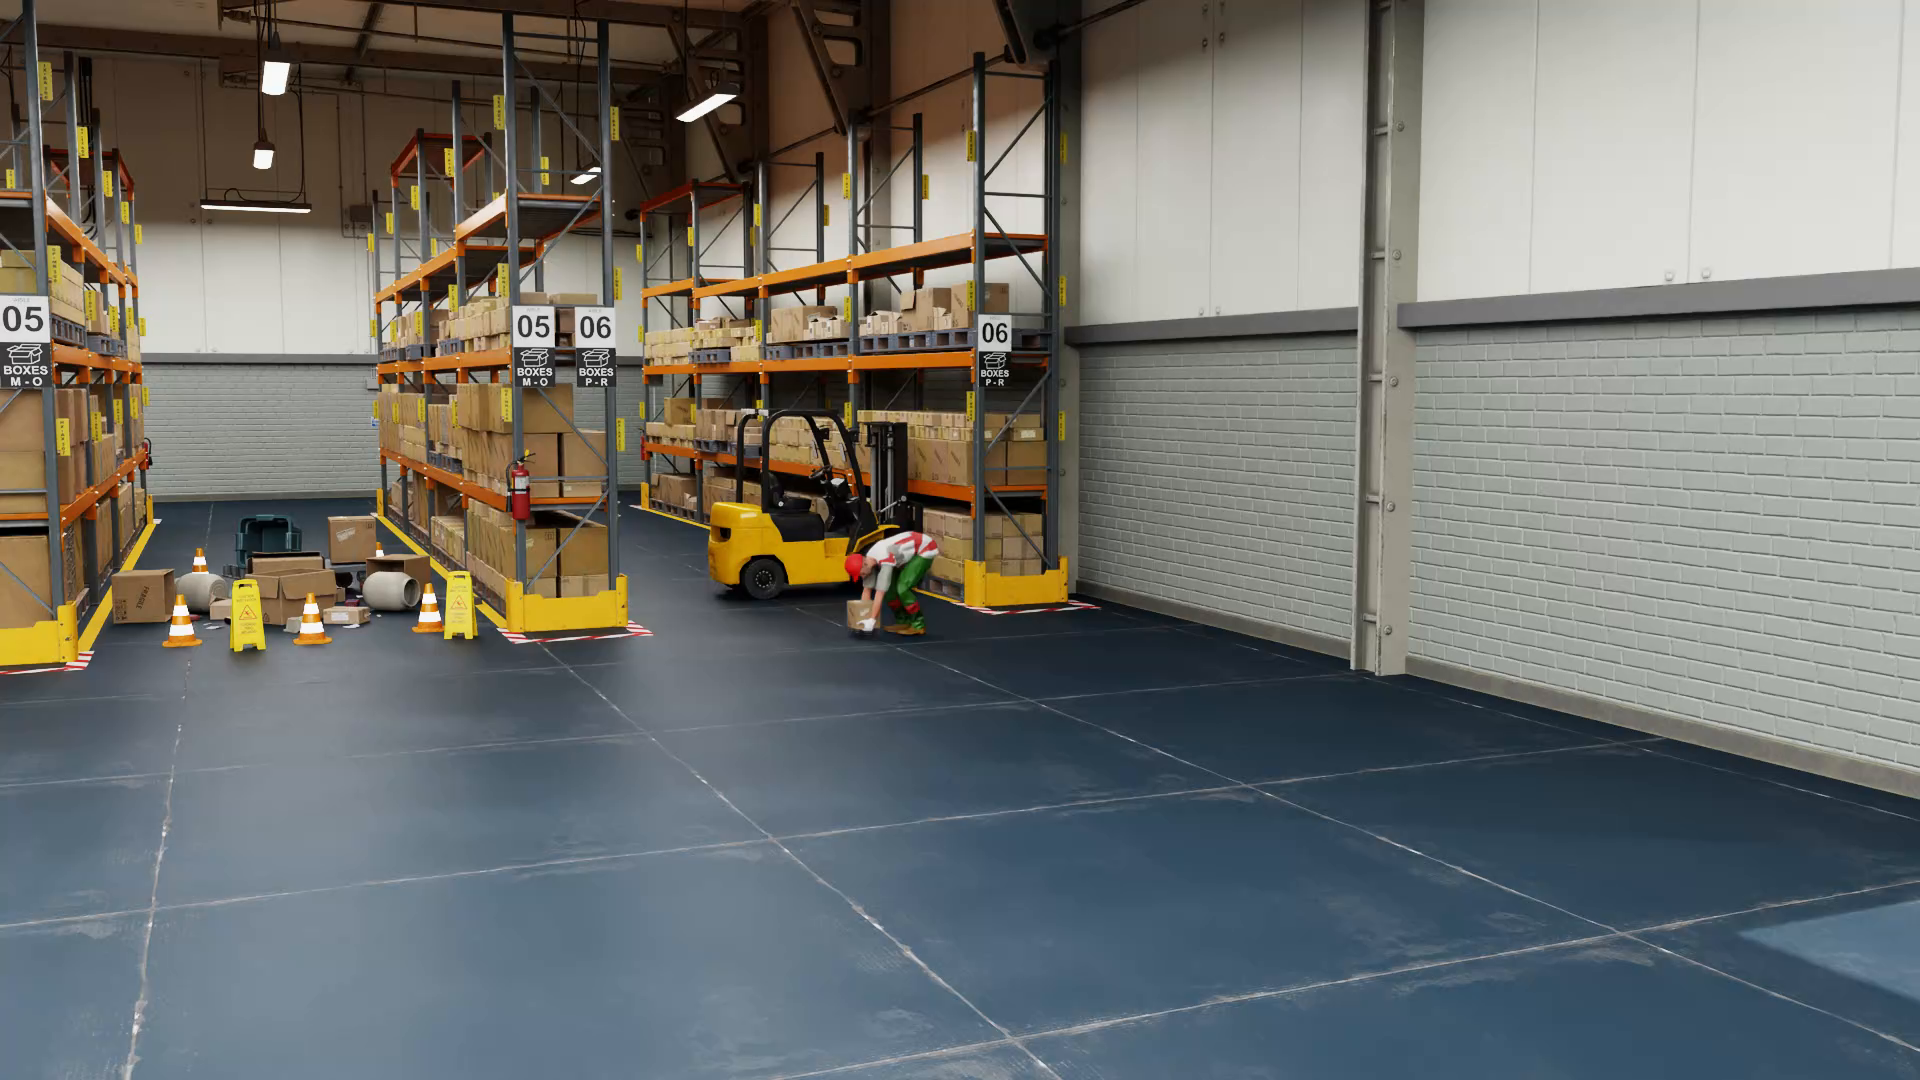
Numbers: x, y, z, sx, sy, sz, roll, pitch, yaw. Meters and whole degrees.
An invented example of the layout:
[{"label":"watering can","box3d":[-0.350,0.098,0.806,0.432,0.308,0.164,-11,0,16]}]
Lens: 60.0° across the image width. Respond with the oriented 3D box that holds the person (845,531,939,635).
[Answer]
[{"label":"person","box3d":[-0.673,0.427,16.217,0.950,0.997,0.524,-3,6,-27]}]
